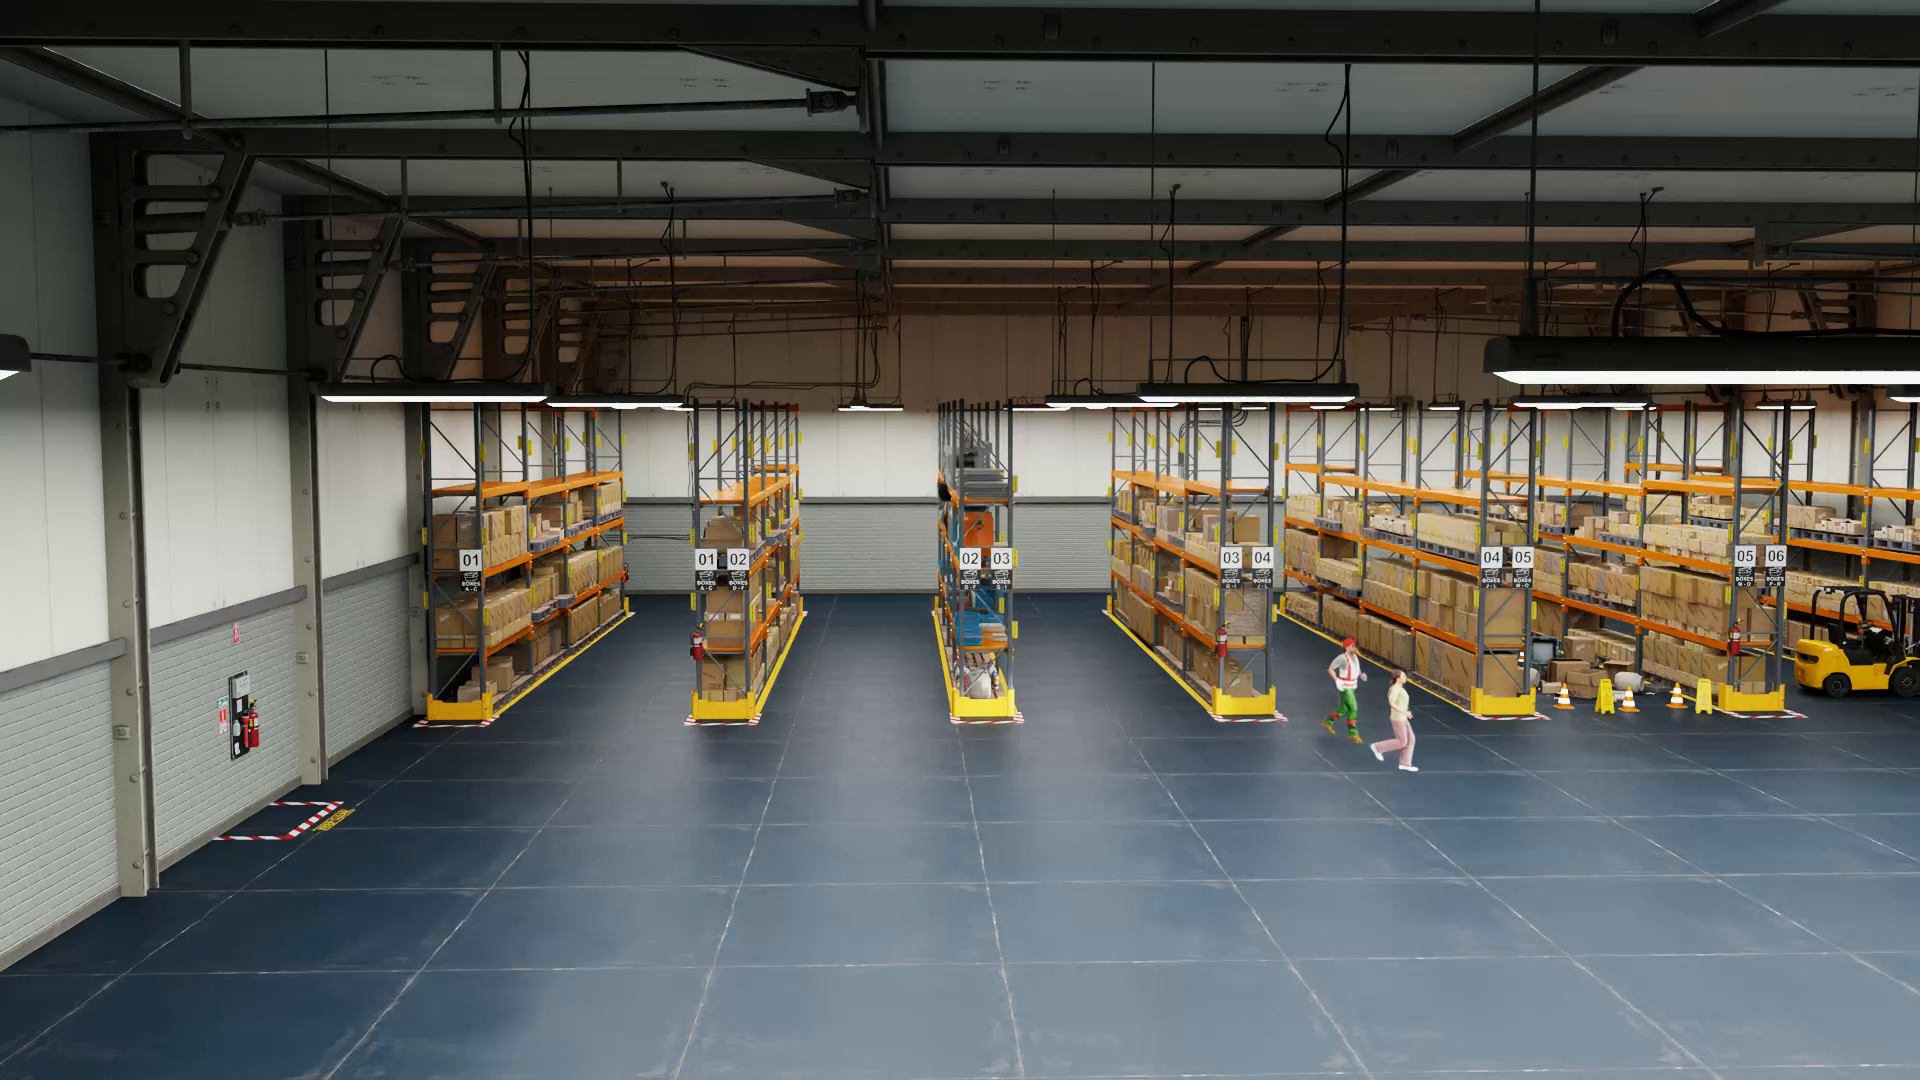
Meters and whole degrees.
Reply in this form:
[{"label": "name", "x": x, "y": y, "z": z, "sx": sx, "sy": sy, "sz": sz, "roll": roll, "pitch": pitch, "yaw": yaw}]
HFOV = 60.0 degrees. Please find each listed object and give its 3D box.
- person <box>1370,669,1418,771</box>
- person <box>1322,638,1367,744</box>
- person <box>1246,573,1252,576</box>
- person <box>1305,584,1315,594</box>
[{"label": "person", "x": 6.999, "y": 2.887, "z": 26.739, "sx": 0.756, "sy": 1.645, "sz": 0.581, "roll": 2, "pitch": 5, "yaw": 19}, {"label": "person", "x": 6.758, "y": 2.608, "z": 29.129, "sx": 0.846, "sy": 1.810, "sz": 0.650, "roll": 4, "pitch": 6, "yaw": 41}, {"label": "person", "x": 7.978, "y": 1.276, "z": 47.465, "sx": 0.844, "sy": 1.736, "sz": 0.758, "roll": 1, "pitch": 4, "yaw": 11}, {"label": "person", "x": 10.451, "y": 1.193, "z": 49.104, "sx": 0.912, "sy": 1.650, "sz": 0.619, "roll": 0, "pitch": 4, "yaw": -1}]
